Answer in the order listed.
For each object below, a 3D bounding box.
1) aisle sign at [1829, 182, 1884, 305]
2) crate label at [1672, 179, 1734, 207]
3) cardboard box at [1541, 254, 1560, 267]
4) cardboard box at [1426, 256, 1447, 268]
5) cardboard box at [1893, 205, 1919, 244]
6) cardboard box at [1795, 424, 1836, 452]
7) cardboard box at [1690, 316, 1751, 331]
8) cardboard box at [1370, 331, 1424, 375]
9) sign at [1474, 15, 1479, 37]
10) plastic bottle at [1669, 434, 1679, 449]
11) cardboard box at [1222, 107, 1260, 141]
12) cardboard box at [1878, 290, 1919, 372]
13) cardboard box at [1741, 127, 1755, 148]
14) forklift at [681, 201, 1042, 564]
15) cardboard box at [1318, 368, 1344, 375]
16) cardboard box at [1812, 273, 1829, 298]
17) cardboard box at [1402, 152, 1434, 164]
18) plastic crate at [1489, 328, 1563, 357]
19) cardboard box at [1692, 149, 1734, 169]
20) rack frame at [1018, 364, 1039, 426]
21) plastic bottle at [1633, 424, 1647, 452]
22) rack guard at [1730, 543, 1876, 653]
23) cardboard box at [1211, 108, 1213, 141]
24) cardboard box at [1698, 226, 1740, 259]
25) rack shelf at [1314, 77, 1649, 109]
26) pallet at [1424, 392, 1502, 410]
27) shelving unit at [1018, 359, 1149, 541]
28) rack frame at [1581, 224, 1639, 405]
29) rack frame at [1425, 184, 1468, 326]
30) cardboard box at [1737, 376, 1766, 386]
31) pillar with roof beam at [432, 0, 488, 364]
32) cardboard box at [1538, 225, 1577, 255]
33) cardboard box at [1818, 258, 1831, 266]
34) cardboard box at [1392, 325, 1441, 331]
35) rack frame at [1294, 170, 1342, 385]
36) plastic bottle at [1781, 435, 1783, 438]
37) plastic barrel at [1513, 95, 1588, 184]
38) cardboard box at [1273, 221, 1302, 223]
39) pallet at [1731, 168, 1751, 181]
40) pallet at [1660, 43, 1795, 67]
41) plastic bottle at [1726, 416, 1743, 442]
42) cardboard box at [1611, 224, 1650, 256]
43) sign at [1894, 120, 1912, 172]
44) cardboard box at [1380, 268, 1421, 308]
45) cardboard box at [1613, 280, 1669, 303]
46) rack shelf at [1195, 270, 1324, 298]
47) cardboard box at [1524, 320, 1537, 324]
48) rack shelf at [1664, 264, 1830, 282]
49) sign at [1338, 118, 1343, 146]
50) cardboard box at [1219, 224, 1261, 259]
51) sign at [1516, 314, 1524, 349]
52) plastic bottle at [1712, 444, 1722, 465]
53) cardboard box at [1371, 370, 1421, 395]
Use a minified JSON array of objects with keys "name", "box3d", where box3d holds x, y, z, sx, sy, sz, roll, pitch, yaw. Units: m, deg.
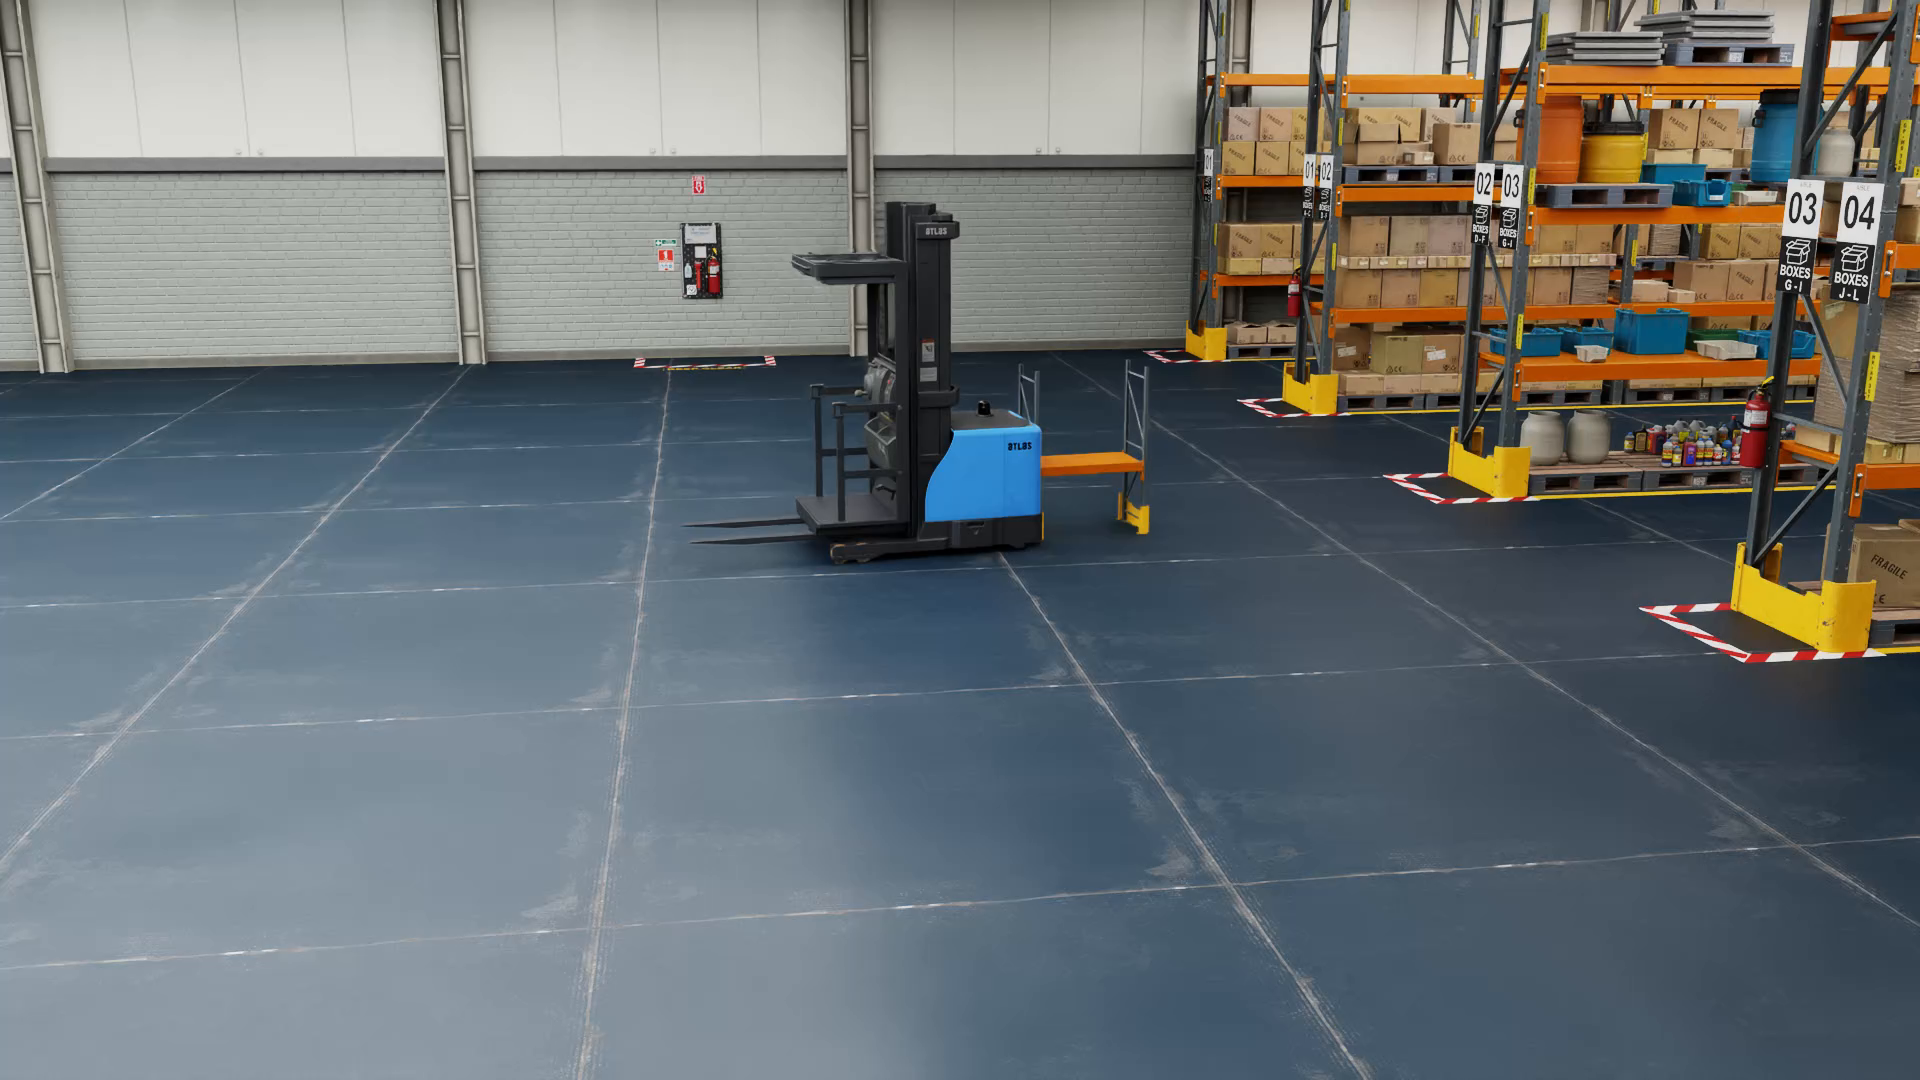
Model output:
[{"name":"aisle sign","box3d":[6.018,-1.995,11.168,0.004,0.787,0.394,-2,14,-8]},{"name":"crate label","box3d":[7.197,-3.371,16.138,0.408,0.251,0.502,-2,14,-8]},{"name":"cardboard box","box3d":[7.518,-3.610,21.412,0.250,0.149,0.380,-2,14,-8]},{"name":"cardboard box","box3d":[6.004,-3.555,21.193,0.250,0.149,0.380,-3,14,-10]},{"name":"cardboard box","box3d":[6.550,-2.146,11.256,0.500,0.250,0.500,-2,14,-7]},{"name":"cardboard box","box3d":[6.286,-0.747,12.050,0.250,0.149,0.380,-2,14,-8]},{"name":"cardboard box","box3d":[12.479,-3.829,27.380,0.750,0.750,0.750,-2,14,-9]},{"name":"cardboard box","box3d":[5.620,-2.410,21.413,0.500,0.500,0.500,-2,14,-8]},{"name":"sign","box3d":[7.839,-7.798,25.235,0.005,0.325,0.100,-2,14,-8]},{"name":"plastic bottle","box3d":[7.475,-1.007,17.417,0.097,0.201,0.097,0,14,0]},{"name":"cardboard box","box3d":[4.238,-6.337,25.355,0.500,0.500,0.500,-3,14,-12]},{"name":"cardboard box","box3d":[6.619,-1.441,11.429,0.500,0.500,0.500,-2,14,-8]},{"name":"cardboard box","box3d":[12.719,-6.453,27.011,0.500,0.500,0.700,-3,14,-11]},{"name":"forklift","box3d":[-0.865,-1.364,14.134,3.031,2.935,1.130,-4,15,-15]},{"name":"cardboard box","box3d":[5.049,-2.152,21.927,0.500,0.250,0.500,-2,14,-8]},{"name":"cardboard box","box3d":[11.560,-3.453,22.506,0.500,0.311,0.500,-2,14,-9]},{"name":"cardboard box","box3d":[5.753,-4.797,20.881,0.250,0.149,0.380,-2,14,-8]},{"name":"plastic crate","box3d":[5.747,-2.018,16.909,0.616,0.251,0.499,-2,14,-8]},{"name":"cardboard box","box3d":[9.672,-4.963,21.625,0.500,0.250,0.500,-4,15,-14]},{"name":"rack frame","box3d":[0.605,-0.786,14.775,0.032,1.500,0.500,-4,15,-15]},{"name":"plastic bottle","box3d":[7.161,-1.077,17.528,0.133,0.283,0.061,-2,14,-7]},{"name":"rack guard","box3d":[6.110,0.401,12.096,0.348,0.500,1.175,-2,14,-8]},{"name":"cardboard box","box3d":[4.209,-6.460,25.845,0.500,0.500,0.500,-1,14,-6]},{"name":"cardboard box","box3d":[12.250,-4.832,26.963,0.500,0.500,0.500,-2,14,-7]},{"name":"rack shelf","box3d":[6.541,-5.631,20.978,4.000,0.370,1.077,-2,14,-8]},{"name":"pallet","box3d":[6.517,-1.921,21.946,1.213,0.211,1.003,-2,14,-8]},{"name":"shelving unit","box3d":[1.104,-0.820,14.908,1.083,1.500,0.587,-4,15,-15]},{"name":"rack frame","box3d":[8.518,-3.337,21.861,0.127,3.000,1.000,-2,14,-8]},{"name":"rack frame","box3d":[7.777,-4.528,26.611,0.127,3.000,1.000,-2,14,-8]},{"name":"cardboard box","box3d":[10.475,-2.218,22.187,0.500,0.250,0.500,-2,14,-7]},{"name":"pillar with roof beam","box3d":[-6.840,-6.056,20.371,0.400,9.000,9.100,-2,14,-8]},{"name":"cardboard box","box3d":[7.581,-3.978,21.546,0.500,0.500,0.700,-2,14,-8]},{"name":"cardboard box","box3d":[14.132,-4.590,27.334,0.250,0.149,0.380,-2,14,-10]},{"name":"cardboard box","box3d":[6.036,-2.556,21.996,0.500,0.500,0.500,-2,14,-8]},{"name":"rack frame","box3d":[4.563,-3.192,21.283,0.127,3.000,1.000,-2,14,-8]},{"name":"plastic bottle","box3d":[8.422,-0.973,17.128,0.135,0.276,0.152,-2,14,-8]},{"name":"plastic barrel","box3d":[5.759,-3.915,16.255,0.708,0.830,0.600,-2,14,-8]},{"name":"cardboard box","box3d":[5.265,-4.788,26.372,0.500,0.500,0.500,-2,14,-10]},{"name":"pallet","box3d":[10.710,-4.758,21.749,1.213,0.211,1.003,-1,14,-6]},{"name":"pallet","box3d":[7.232,-4.688,16.126,1.213,0.211,1.003,-2,14,-8]},{"name":"plastic bottle","box3d":[8.206,-1.137,17.632,0.185,0.351,0.144,-3,14,-11]},{"name":"cardboard box","box3d":[10.720,-4.889,26.940,0.500,0.500,0.700,-3,14,-14]},{"name":"sign","box3d":[6.116,-2.557,10.789,0.005,0.325,0.100,-2,14,-8]},{"name":"cardboard box","box3d":[5.545,-3.274,21.406,0.500,0.500,0.700,-2,14,-7]},{"name":"cardboard box","box3d":[8.999,-3.292,21.992,0.500,0.250,0.500,-1,14,-5]},{"name":"rack shelf","box3d":[5.799,-4.107,26.410,4.000,0.370,1.077,-2,14,-8]},{"name":"cardboard box","box3d":[9.005,-3.591,27.107,0.500,0.500,0.700,-2,14,-9]},{"name":"rack shelf","box3d":[13.710,-4.397,27.566,4.000,0.370,1.077,-2,14,-8]},{"name":"sign","box3d":[4.640,-4.975,20.269,0.005,0.325,0.100,-2,14,-8]},{"name":"cardboard box","box3d":[4.338,-4.629,25.739,0.500,0.500,0.500,-2,14,-8]},{"name":"sign","box3d":[5.375,-2.002,15.969,0.005,0.325,0.100,-2,14,-8]},{"name":"plastic bottle","box3d":[7.672,-0.867,16.860,0.097,0.201,0.097,0,14,0]},{"name":"cardboard box","box3d":[5.620,-2.047,21.506,0.500,0.250,0.500,-2,14,-8]}]
